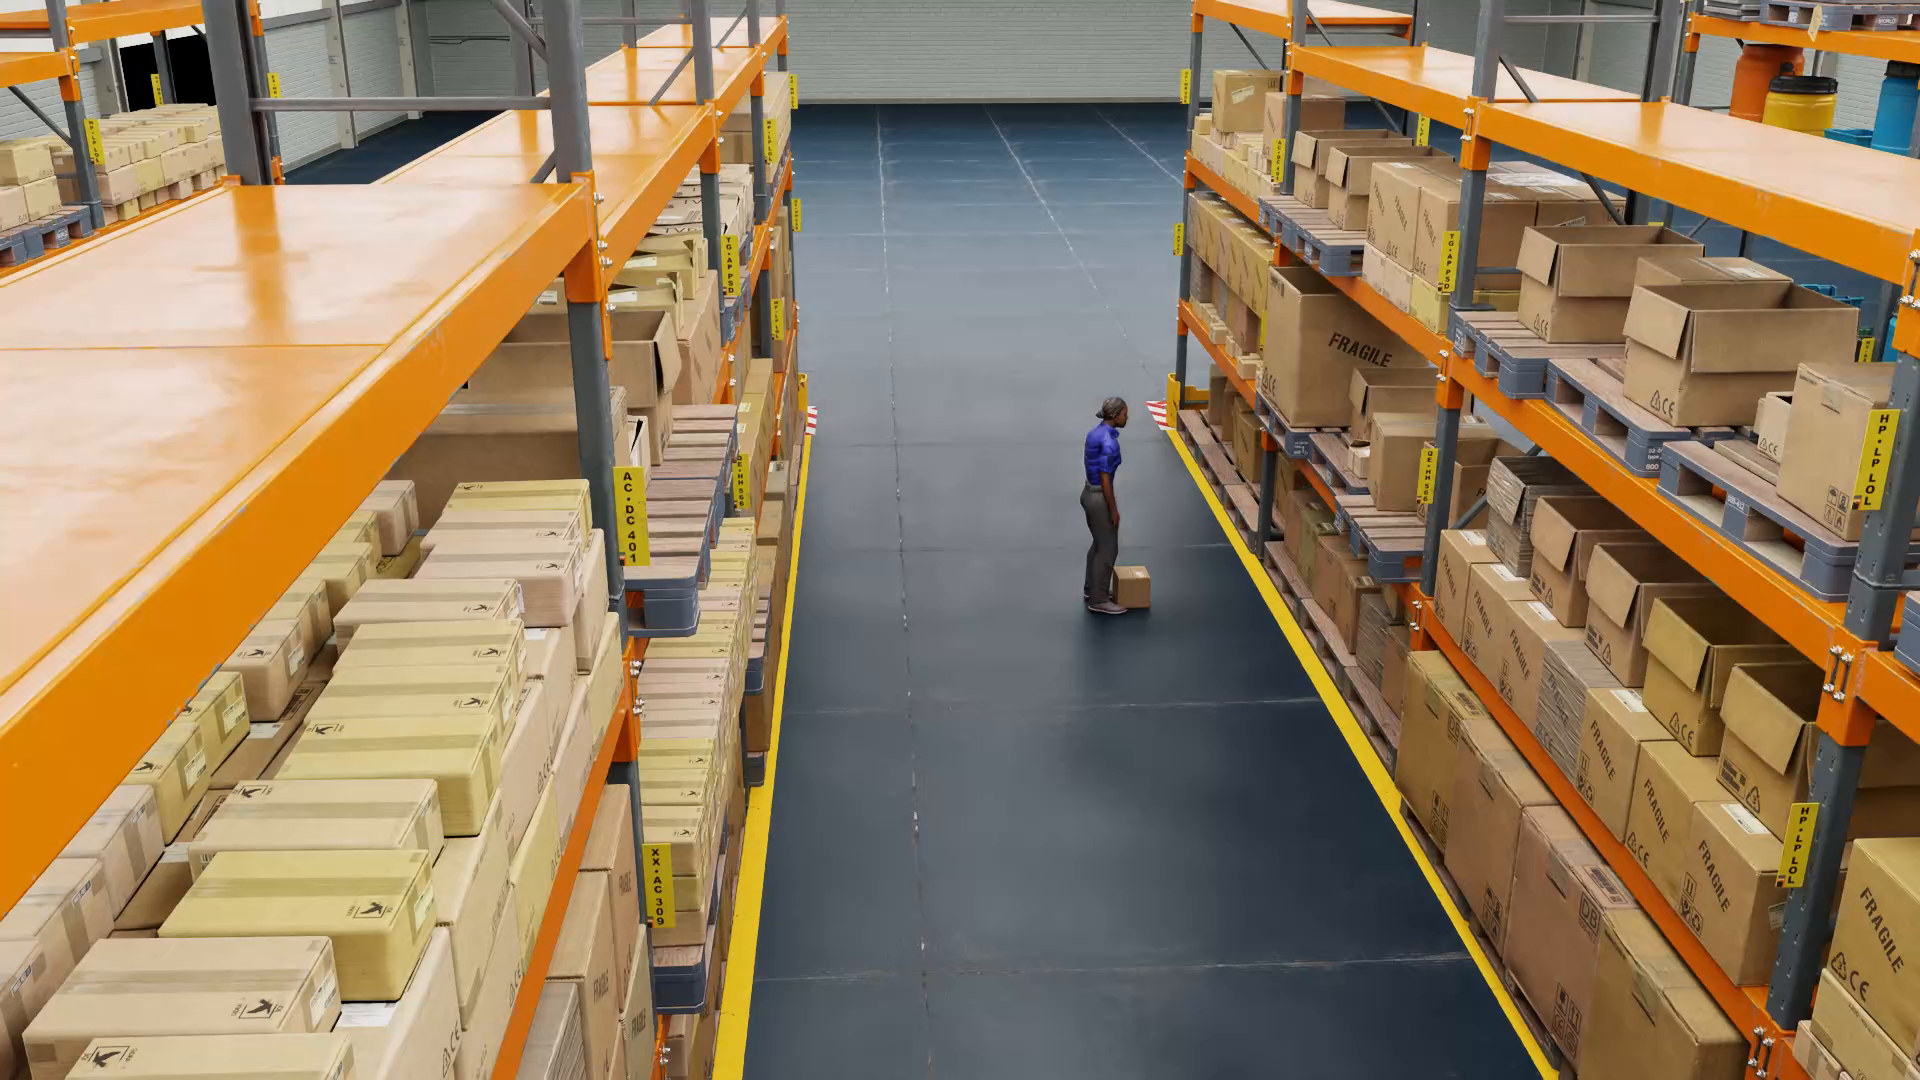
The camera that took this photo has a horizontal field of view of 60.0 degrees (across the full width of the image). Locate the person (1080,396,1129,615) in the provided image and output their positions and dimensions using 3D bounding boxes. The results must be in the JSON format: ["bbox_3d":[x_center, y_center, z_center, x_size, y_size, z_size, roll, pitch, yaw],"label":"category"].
[{"bbox_3d":[1.100,-0.286,12.667,0.346,1.656,0.530,-2,21,-5],"label":"person"}]
